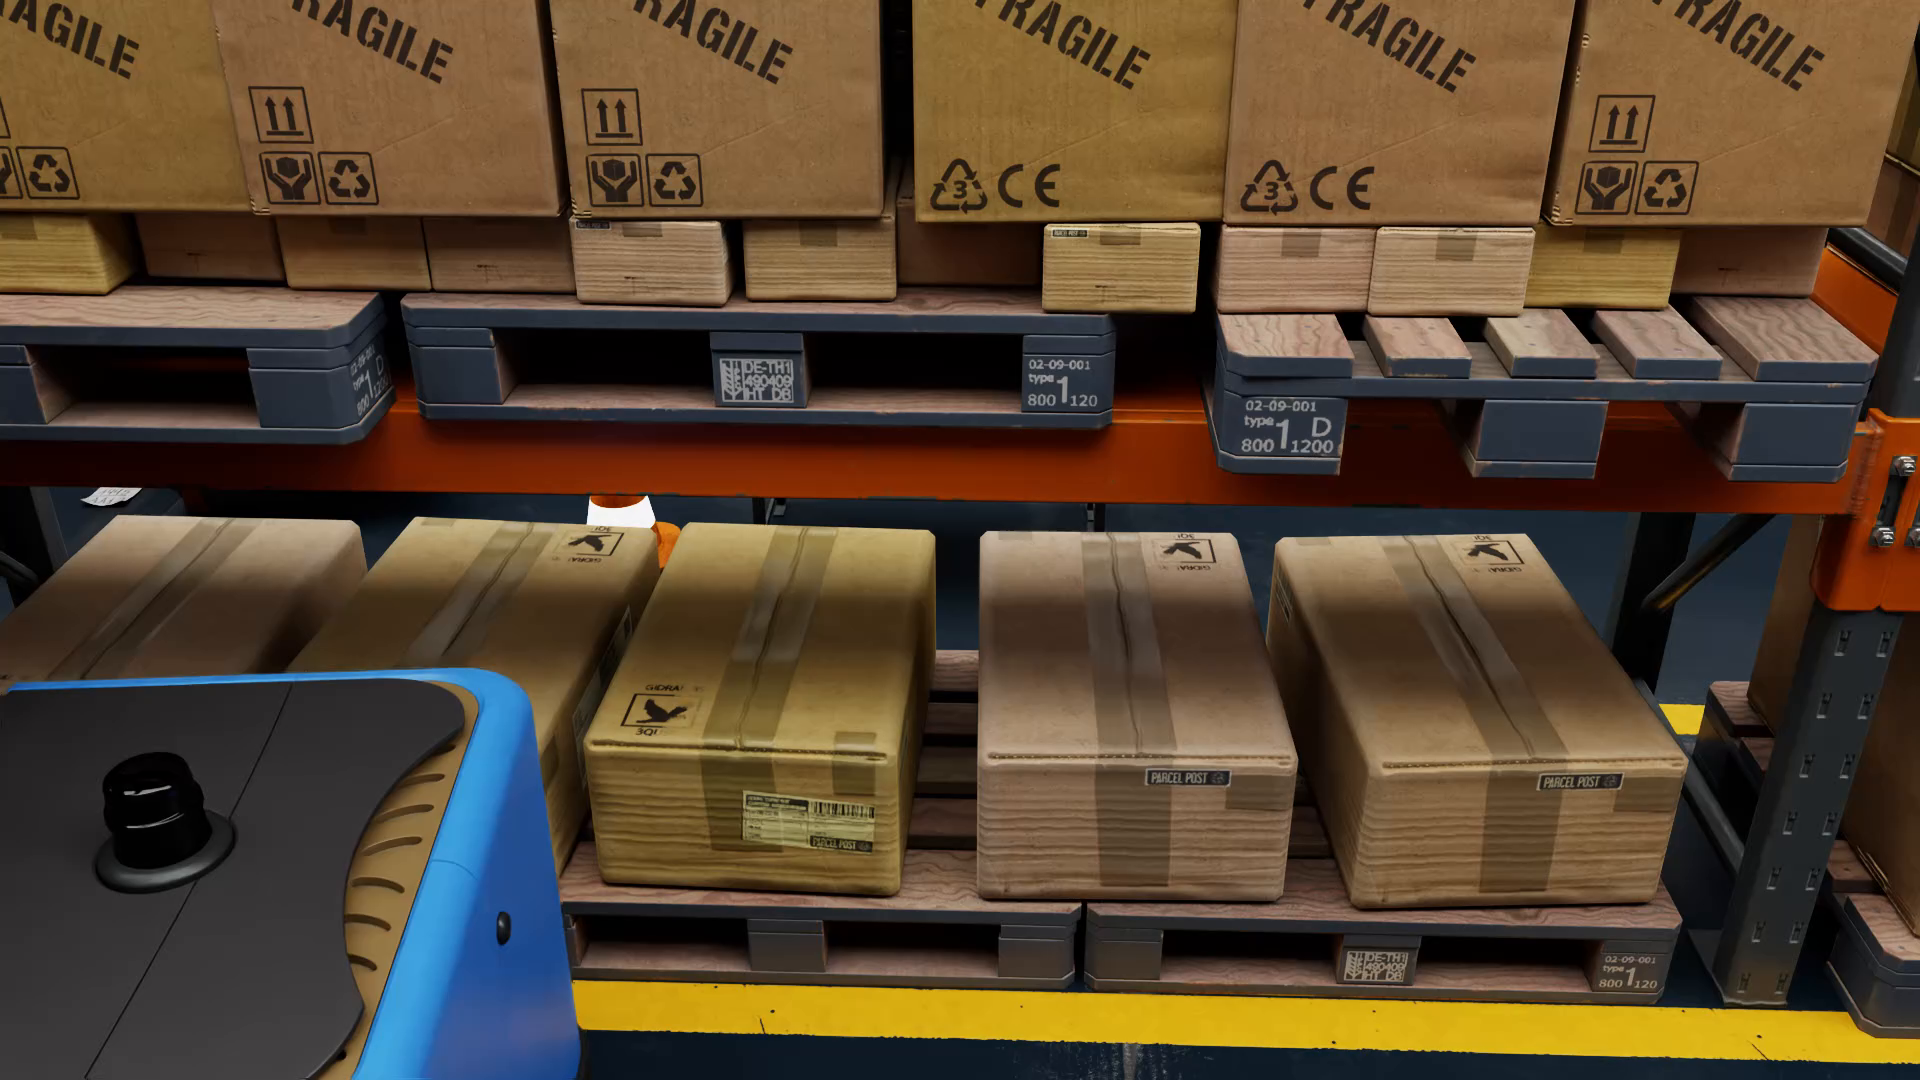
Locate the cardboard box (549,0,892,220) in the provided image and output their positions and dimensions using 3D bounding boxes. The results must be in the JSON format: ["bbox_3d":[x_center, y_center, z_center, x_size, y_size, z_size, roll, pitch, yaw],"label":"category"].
[{"bbox_3d":[-0.375,-0.853,2.783,0.500,0.500,0.500,0,28,0],"label":"cardboard box"}]

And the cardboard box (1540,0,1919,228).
[{"bbox_3d":[1.192,-0.832,2.744,0.500,0.500,0.500,0,28,0],"label":"cardboard box"}]

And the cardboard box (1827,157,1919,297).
[{"bbox_3d":[2.171,-0.640,3.416,0.500,0.250,0.500,0,28,0],"label":"cardboard box"}]

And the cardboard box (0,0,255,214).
[{"bbox_3d":[-1.382,-0.871,2.817,0.500,0.500,0.500,1,28,2],"label":"cardboard box"}]

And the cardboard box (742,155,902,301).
[{"bbox_3d":[-0.231,-0.552,2.908,0.250,0.149,0.380,0,28,0],"label":"cardboard box"}]

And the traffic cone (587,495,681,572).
[{"bbox_3d":[-1.053,-0.174,5.083,0.334,0.463,0.336,1,28,2],"label":"traffic cone"}]

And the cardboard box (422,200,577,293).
[{"bbox_3d":[-0.763,-0.571,2.945,0.250,0.149,0.380,1,28,2],"label":"cardboard box"}]

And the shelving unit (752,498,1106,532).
[{"bbox_3d":[-0.085,-0.664,4.901,1.048,1.500,0.538,1,28,2],"label":"shelving unit"}]

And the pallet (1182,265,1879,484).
[{"bbox_3d":[0.940,-0.471,3.140,1.003,0.211,1.213,1,28,2],"label":"pallet"}]

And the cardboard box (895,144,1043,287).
[{"bbox_3d":[0.023,-0.586,2.973,0.250,0.149,0.380,1,28,2],"label":"cardboard box"}]

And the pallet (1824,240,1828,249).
[{"bbox_3d":[3.727,-1.645,8.128,1.213,0.211,1.003,1,28,2],"label":"pallet"}]

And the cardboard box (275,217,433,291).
[{"bbox_3d":[-1.010,-0.576,2.954,0.250,0.149,0.380,1,28,3],"label":"cardboard box"}]

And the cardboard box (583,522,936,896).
[{"bbox_3d":[-0.404,0.344,3.755,0.625,0.372,0.950,2,28,3],"label":"cardboard box"}]

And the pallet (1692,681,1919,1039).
[{"bbox_3d":[2.441,0.687,3.729,1.213,0.211,1.003,1,28,2],"label":"pallet"}]

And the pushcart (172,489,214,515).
[{"bbox_3d":[-2.311,-0.569,5.921,0.936,0.377,1.648,-9,29,-16],"label":"pushcart"}]

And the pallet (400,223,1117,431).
[{"bbox_3d":[-0.324,-0.522,3.238,1.213,0.211,1.003,1,28,2],"label":"pallet"}]

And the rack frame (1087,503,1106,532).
[{"bbox_3d":[0.423,-0.656,4.886,0.032,1.500,0.500,1,28,2],"label":"rack frame"}]

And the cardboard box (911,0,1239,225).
[{"bbox_3d":[0.170,-0.843,2.765,0.500,0.500,0.500,-1,28,-2],"label":"cardboard box"}]

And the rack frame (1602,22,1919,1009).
[{"bbox_3d":[1.656,-0.594,3.167,0.127,3.000,1.000,1,28,2],"label":"rack frame"}]

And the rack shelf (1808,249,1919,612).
[{"bbox_3d":[3.655,-0.243,3.273,4.000,0.370,1.077,1,28,2],"label":"rack shelf"}]

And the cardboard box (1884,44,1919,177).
[{"bbox_3d":[2.149,-0.859,3.294,0.500,0.250,0.500,1,28,2],"label":"cardboard box"}]

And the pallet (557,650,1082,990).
[{"bbox_3d":[-0.341,0.603,3.886,1.213,0.211,1.003,1,28,2],"label":"pallet"}]

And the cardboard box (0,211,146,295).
[{"bbox_3d":[-1.551,-0.569,2.940,0.250,0.149,0.380,2,28,3],"label":"cardboard box"}]

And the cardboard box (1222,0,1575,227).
[{"bbox_3d":[0.675,-0.836,2.751,0.500,0.500,0.500,1,28,1],"label":"cardboard box"}]

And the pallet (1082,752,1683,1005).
[{"bbox_3d":[0.875,0.625,3.846,1.213,0.211,1.003,1,28,2],"label":"pallet"}]

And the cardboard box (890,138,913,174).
[{"bbox_3d":[-0.017,-0.775,3.329,0.250,0.149,0.380,2,28,4],"label":"cardboard box"}]

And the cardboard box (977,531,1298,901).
[{"bbox_3d":[0.354,0.359,3.727,0.625,0.372,0.950,0,28,1],"label":"cardboard box"}]

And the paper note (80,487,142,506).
[{"bbox_3d":[-2.811,-0.155,5.510,0.142,0.019,0.148,1,28,2],"label":"paper note"}]

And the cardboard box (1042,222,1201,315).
[{"bbox_3d":[0.269,-0.523,2.854,0.250,0.149,0.380,1,28,3],"label":"cardboard box"}]

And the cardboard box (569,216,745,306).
[{"bbox_3d":[-0.499,-0.543,2.891,0.250,0.149,0.380,2,28,4],"label":"cardboard box"}]

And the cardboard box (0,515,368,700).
[{"bbox_3d":[-1.817,0.323,3.795,0.625,0.372,0.950,1,28,2],"label":"cardboard box"}]

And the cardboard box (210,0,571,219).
[{"bbox_3d":[-0.889,-0.856,2.790,0.500,0.500,0.500,1,28,1],"label":"cardboard box"}]

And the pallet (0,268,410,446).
[{"bbox_3d":[-1.583,-0.494,3.184,1.213,0.211,1.003,1,28,2],"label":"pallet"}]

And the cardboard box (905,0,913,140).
[{"bbox_3d":[0.162,-1.081,3.215,0.500,0.500,0.500,1,28,3],"label":"cardboard box"}]

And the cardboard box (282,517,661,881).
[{"bbox_3d":[-1.099,0.334,3.775,0.625,0.372,0.950,3,28,5],"label":"cardboard box"}]

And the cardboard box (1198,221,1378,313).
[{"bbox_3d":[0.545,-0.525,2.858,0.250,0.149,0.380,0,28,-1],"label":"cardboard box"}]

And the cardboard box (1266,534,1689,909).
[{"bbox_3d":[1.092,0.368,3.711,0.625,0.372,0.950,-1,28,-2],"label":"cardboard box"}]

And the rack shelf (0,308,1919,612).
[{"bbox_3d":[-0.343,-0.309,3.398,4.000,0.370,1.077,1,28,2],"label":"rack shelf"}]

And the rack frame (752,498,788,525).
[{"bbox_3d":[-0.593,-0.672,4.917,0.032,1.500,0.500,1,28,2],"label":"rack frame"}]

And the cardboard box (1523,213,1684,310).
[{"bbox_3d":[1.050,-0.534,2.875,0.250,0.149,0.380,1,28,3],"label":"cardboard box"}]

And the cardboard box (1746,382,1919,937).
[{"bbox_3d":[2.343,0.210,3.471,0.875,0.875,0.875,1,28,1],"label":"cardboard box"}]

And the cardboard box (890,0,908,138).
[{"bbox_3d":[-0.337,-1.093,3.237,0.500,0.500,0.500,0,28,0],"label":"cardboard box"}]

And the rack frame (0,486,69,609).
[{"bbox_3d":[-2.342,-0.660,3.292,0.127,3.000,1.000,1,28,2],"label":"rack frame"}]

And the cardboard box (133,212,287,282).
[{"bbox_3d":[-1.265,-0.600,2.999,0.250,0.149,0.380,3,28,5],"label":"cardboard box"}]

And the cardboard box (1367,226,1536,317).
[{"bbox_3d":[0.796,-0.517,2.843,0.250,0.149,0.380,1,28,1],"label":"cardboard box"}]

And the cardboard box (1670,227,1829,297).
[{"bbox_3d":[1.320,-0.563,2.930,0.250,0.149,0.380,2,28,4],"label":"cardboard box"}]
